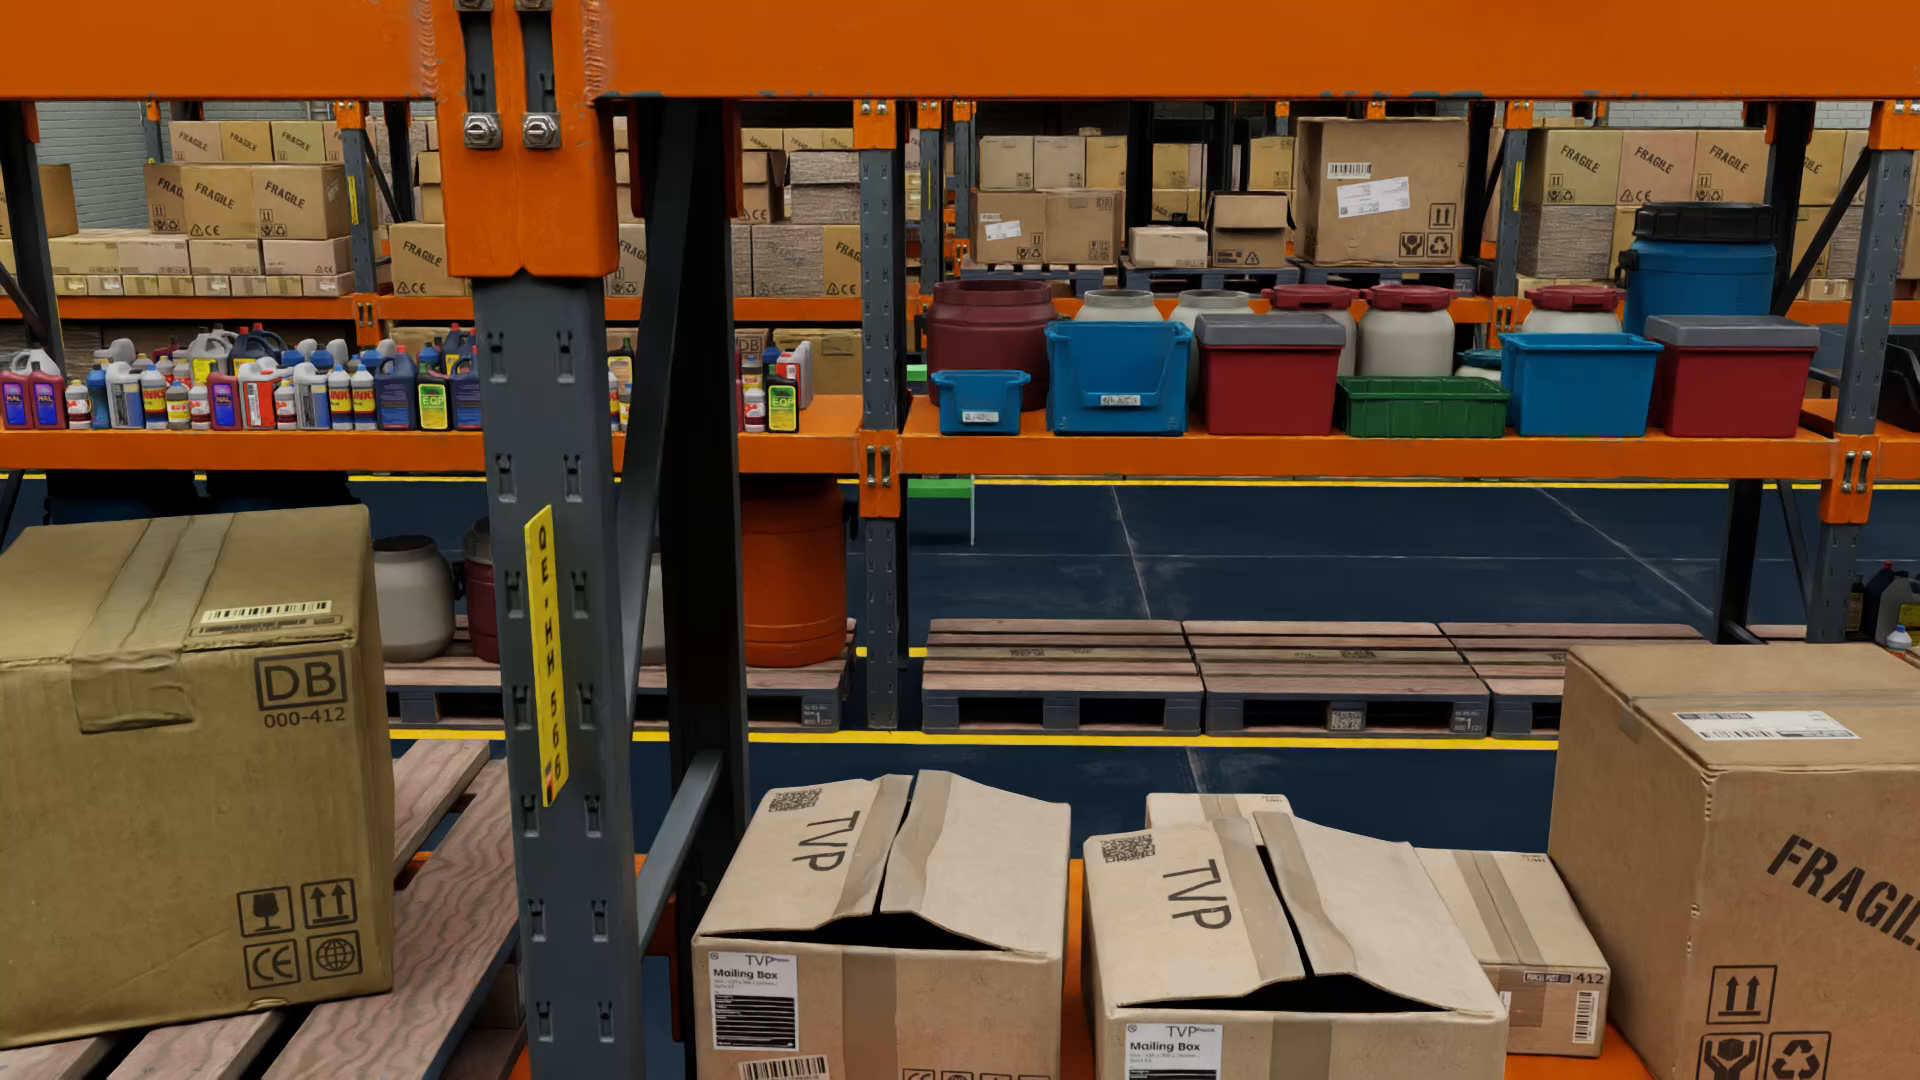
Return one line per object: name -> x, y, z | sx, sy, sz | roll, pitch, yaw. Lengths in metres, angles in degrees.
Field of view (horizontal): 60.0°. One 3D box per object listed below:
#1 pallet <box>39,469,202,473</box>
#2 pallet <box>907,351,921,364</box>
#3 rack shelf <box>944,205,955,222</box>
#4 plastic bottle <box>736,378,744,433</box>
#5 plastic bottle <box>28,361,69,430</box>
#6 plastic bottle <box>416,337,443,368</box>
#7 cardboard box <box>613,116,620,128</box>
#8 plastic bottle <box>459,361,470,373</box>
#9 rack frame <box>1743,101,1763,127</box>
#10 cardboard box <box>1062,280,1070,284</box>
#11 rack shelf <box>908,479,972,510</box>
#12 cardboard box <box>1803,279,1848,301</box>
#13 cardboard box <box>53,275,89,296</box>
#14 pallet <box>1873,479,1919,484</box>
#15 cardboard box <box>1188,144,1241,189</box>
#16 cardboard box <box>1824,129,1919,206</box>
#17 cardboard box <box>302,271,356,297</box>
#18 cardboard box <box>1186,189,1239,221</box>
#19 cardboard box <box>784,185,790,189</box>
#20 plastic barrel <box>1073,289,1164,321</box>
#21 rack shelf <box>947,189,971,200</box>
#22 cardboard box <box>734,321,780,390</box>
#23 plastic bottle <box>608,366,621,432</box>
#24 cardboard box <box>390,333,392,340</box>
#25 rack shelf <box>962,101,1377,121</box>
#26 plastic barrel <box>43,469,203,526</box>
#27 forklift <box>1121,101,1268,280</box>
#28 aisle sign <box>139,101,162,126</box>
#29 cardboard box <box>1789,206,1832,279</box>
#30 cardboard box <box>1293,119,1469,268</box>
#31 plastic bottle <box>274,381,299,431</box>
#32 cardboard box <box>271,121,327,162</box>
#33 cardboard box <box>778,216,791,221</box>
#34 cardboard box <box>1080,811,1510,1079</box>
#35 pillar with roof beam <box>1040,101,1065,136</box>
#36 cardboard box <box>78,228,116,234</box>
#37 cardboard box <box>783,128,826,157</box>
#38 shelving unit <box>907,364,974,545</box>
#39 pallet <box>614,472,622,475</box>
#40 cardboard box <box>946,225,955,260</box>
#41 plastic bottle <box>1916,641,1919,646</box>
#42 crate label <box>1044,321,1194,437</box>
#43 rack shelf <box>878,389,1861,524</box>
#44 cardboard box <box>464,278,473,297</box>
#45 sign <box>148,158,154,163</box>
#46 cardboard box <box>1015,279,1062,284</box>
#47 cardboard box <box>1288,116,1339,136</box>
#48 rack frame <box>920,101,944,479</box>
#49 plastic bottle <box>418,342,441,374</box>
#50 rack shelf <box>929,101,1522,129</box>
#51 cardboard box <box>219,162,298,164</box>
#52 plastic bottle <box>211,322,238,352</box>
pallet -> -6.178, -0.724, 12.670 | 1.213, 0.211, 1.003 | 0, 15, 1
pallet -> -0.752, -1.935, 17.262 | 1.213, 0.211, 1.003 | 0, 15, 1
rack shelf -> -1.944, -4.206, 21.814 | 4.000, 0.370, 1.077 | 0, 15, 1
plastic bottle -> -0.971, -0.590, 6.924 | 0.133, 0.283, 0.061 | 0, 15, 1
plastic bottle -> -3.834, -0.608, 6.995 | 0.133, 0.283, 0.061 | 0, 15, 1
plastic bottle -> -2.453, -0.802, 7.730 | 0.133, 0.283, 0.061 | 0, 15, 1
cardboard box -> -4.521, -5.363, 21.360 | 0.250, 0.149, 0.380 | 1, 15, 3
plastic bottle -> -2.064, -0.634, 7.091 | 0.133, 0.283, 0.061 | 0, 15, 1
rack frame -> 8.027, -3.226, 16.688 | 0.127, 3.000, 1.000 | 0, 15, 1
cardboard box -> 1.357, -3.465, 21.920 | 0.625, 0.372, 0.950 | 0, 15, 0
rack shelf -> -0.165, -0.287, 10.269 | 0.480, 0.148, 0.258 | 0, 15, 1
cardboard box -> 6.007, -1.773, 11.671 | 0.250, 0.149, 0.380 | 0, 15, 1
cardboard box -> -6.311, -1.848, 11.959 | 0.250, 0.149, 0.380 | 0, 15, 0
pallet -> 6.912, -0.628, 12.308 | 1.213, 0.211, 1.003 | 0, 15, 1
cardboard box -> 2.512, -3.792, 16.676 | 0.500, 0.500, 0.700 | 0, 15, 2
cardboard box -> 6.243, -2.584, 11.514 | 0.500, 0.500, 0.500 | 0, 15, 1
cardboard box -> -4.510, -1.837, 11.915 | 0.250, 0.149, 0.380 | 0, 15, 2
cardboard box -> 2.489, -3.242, 16.553 | 0.500, 0.500, 0.500 | 1, 15, 2
cardboard box -> -1.765, -3.543, 16.391 | 0.250, 0.149, 0.380 | 1, 15, 4
plastic barrel -> 0.709, -0.853, 7.473 | 0.421, 0.512, 0.421 | 0, 15, 0
rack shelf -> -1.821, -5.472, 26.612 | 4.000, 0.370, 1.077 | 0, 15, 1
cardboard box -> -1.778, -1.207, 12.378 | 0.875, 0.875, 1.225 | 0, 15, 2
plastic bottle -> -1.475, -0.592, 6.956 | 0.097, 0.271, 0.097 | 0, 15, 0
cardboard box -> -5.664, -2.070, 17.071 | 0.250, 0.149, 0.380 | 1, 15, 2
rack shelf -> 2.029, -4.368, 16.545 | 4.000, 0.370, 1.077 | 0, 15, 1
plastic barrel -> -3.780, 0.043, 7.589 | 0.708, 0.901, 0.600 | 0, 15, 1
forklift -> 2.086, -2.726, 14.926 | 1.130, 2.935, 3.031 | 6, 16, 21
aisle sign -> -8.048, -4.511, 16.463 | 0.004, 0.787, 0.394 | 0, 15, 1
cardboard box -> 5.749, -2.158, 11.859 | 0.500, 0.500, 0.875 | 0, 15, 1
cardboard box -> 3.010, -2.522, 12.019 | 1.000, 1.000, 1.000 | 0, 15, 2
plastic bottle -> -2.829, -0.567, 6.998 | 0.097, 0.201, 0.097 | 0, 15, 0
cardboard box -> -6.502, -3.925, 16.596 | 0.500, 0.500, 0.500 | 0, 15, 0
cardboard box -> -1.193, -2.138, 12.366 | 0.500, 0.500, 0.500 | 0, 15, 0
cardboard box -> 0.434, 0.611, 2.320 | 0.500, 0.311, 0.500 | 0, 15, 1
pillar with roof beam -> 1.394, -7.831, 22.383 | 0.400, 9.000, 9.100 | 0, 15, 1
cardboard box -> -6.688, -2.195, 12.491 | 0.500, 0.250, 0.500 | 0, 15, 0
cardboard box -> -1.984, -5.021, 21.335 | 0.500, 0.500, 0.500 | 0, 15, 1
shelving unit -> -0.165, -0.581, 10.191 | 0.503, 1.200, 0.258 | 0, 15, 1
pallet -> -2.201, -0.699, 12.574 | 1.213, 0.211, 1.003 | 0, 15, 1
cardboard box -> -0.250, -4.749, 26.538 | 0.500, 0.500, 0.500 | 1, 15, 3
plastic bottle -> 4.083, 0.530, 7.074 | 0.097, 0.201, 0.097 | 0, 15, 0
crate label -> 0.662, -0.693, 7.015 | 0.616, 0.435, 0.502 | 0, 15, 1
rack shelf -> 1.675, -0.390, 7.348 | 4.000, 0.370, 1.077 | 0, 15, 1
cardboard box -> -3.241, -2.019, 11.915 | 0.500, 0.500, 0.500 | 0, 15, 2
sign -> -7.982, -3.610, 16.448 | 0.005, 0.325, 0.100 | 0, 15, 1
cardboard box -> 0.636, -2.367, 17.017 | 0.750, 0.750, 1.050 | 0, 15, 1
cardboard box -> 4.488, -5.133, 21.175 | 0.500, 0.500, 0.700 | 0, 15, 1
rack frame -> -0.198, -2.014, 12.093 | 0.127, 3.000, 1.000 | 0, 15, 1
plastic bottle -> -2.437, -0.776, 7.655 | 0.097, 0.271, 0.097 | 0, 15, 0
rack shelf -> 1.801, -3.103, 11.753 | 4.000, 0.370, 1.077 | 0, 15, 1
cardboard box -> -5.161, -2.547, 12.356 | 0.500, 0.500, 0.500 | 0, 15, 1
plastic bottle -> -3.396, -0.831, 7.705 | 0.185, 0.351, 0.144 | 0, 15, 1
